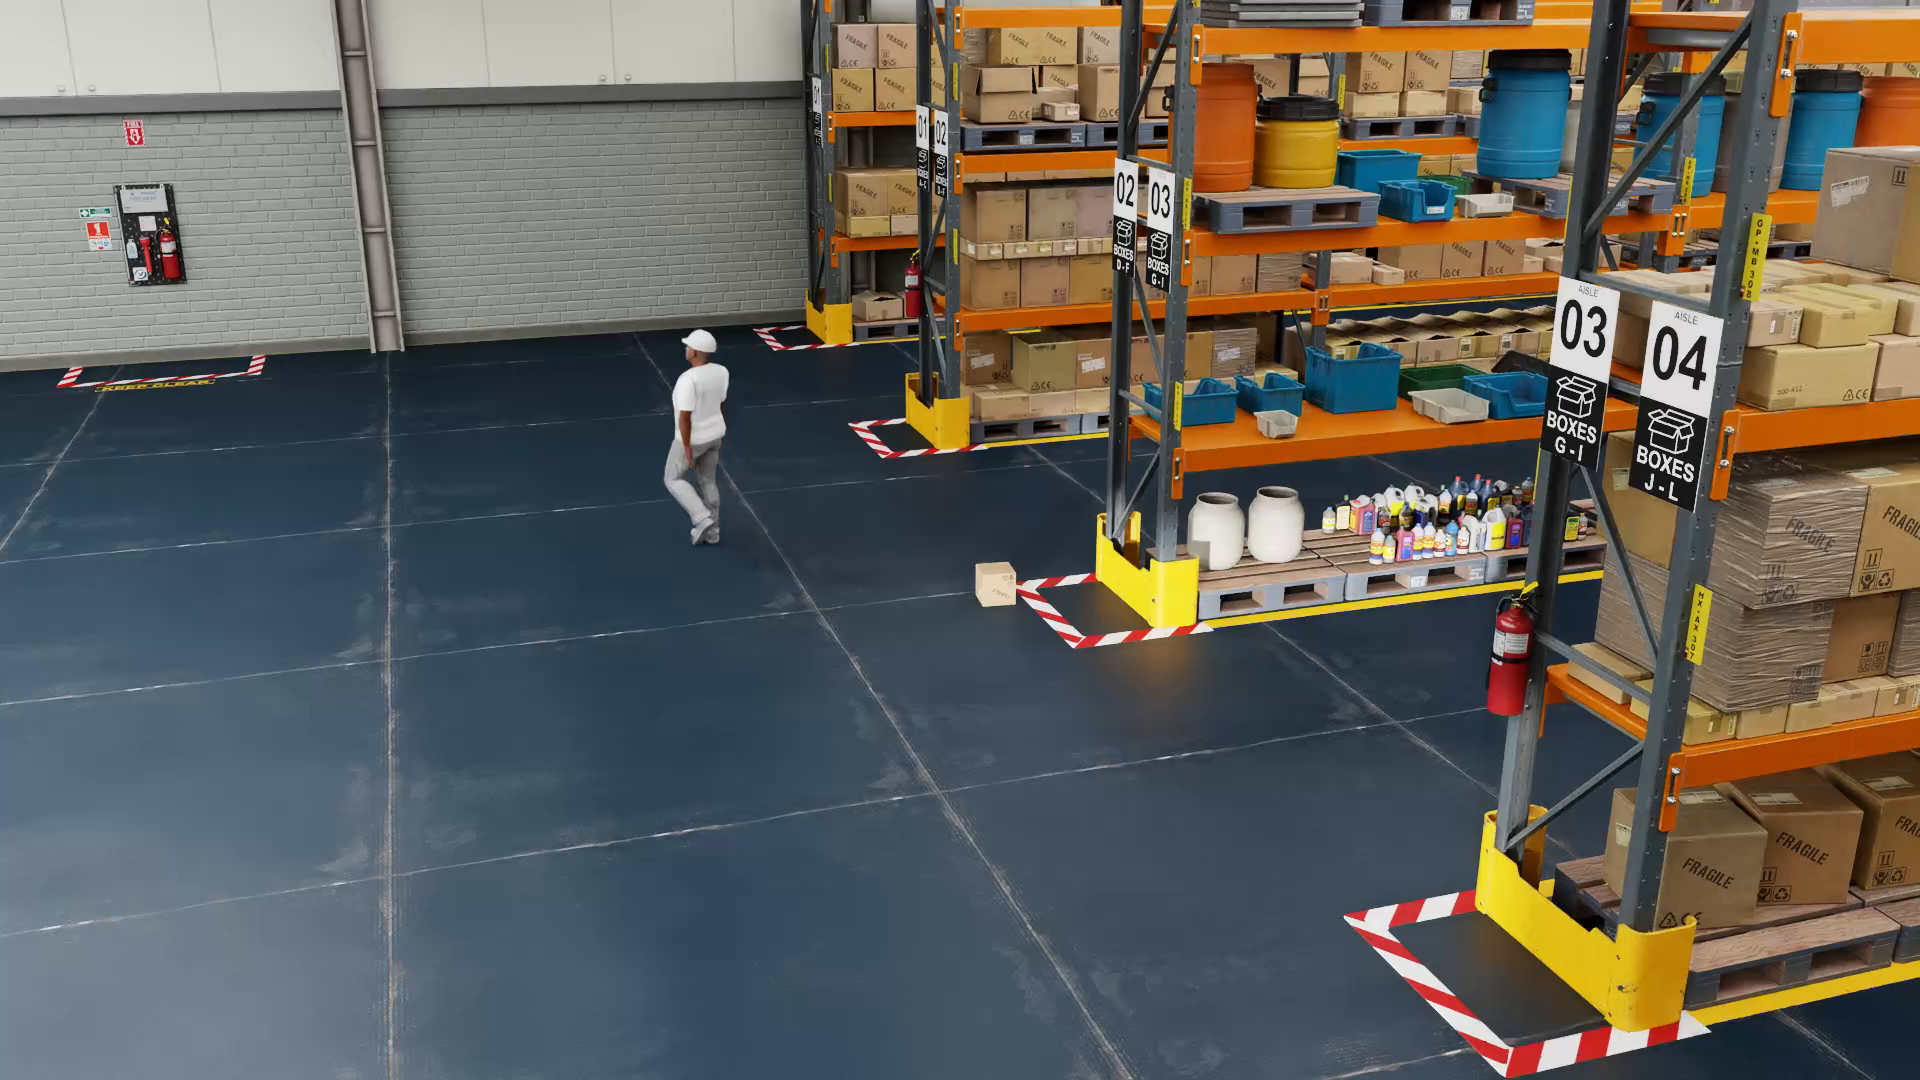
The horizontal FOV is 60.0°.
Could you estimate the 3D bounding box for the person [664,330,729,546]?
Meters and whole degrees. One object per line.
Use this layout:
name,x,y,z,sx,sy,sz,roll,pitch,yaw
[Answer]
person,-2.097,-0.822,13.330,0.476,1.756,0.562,15,24,36
